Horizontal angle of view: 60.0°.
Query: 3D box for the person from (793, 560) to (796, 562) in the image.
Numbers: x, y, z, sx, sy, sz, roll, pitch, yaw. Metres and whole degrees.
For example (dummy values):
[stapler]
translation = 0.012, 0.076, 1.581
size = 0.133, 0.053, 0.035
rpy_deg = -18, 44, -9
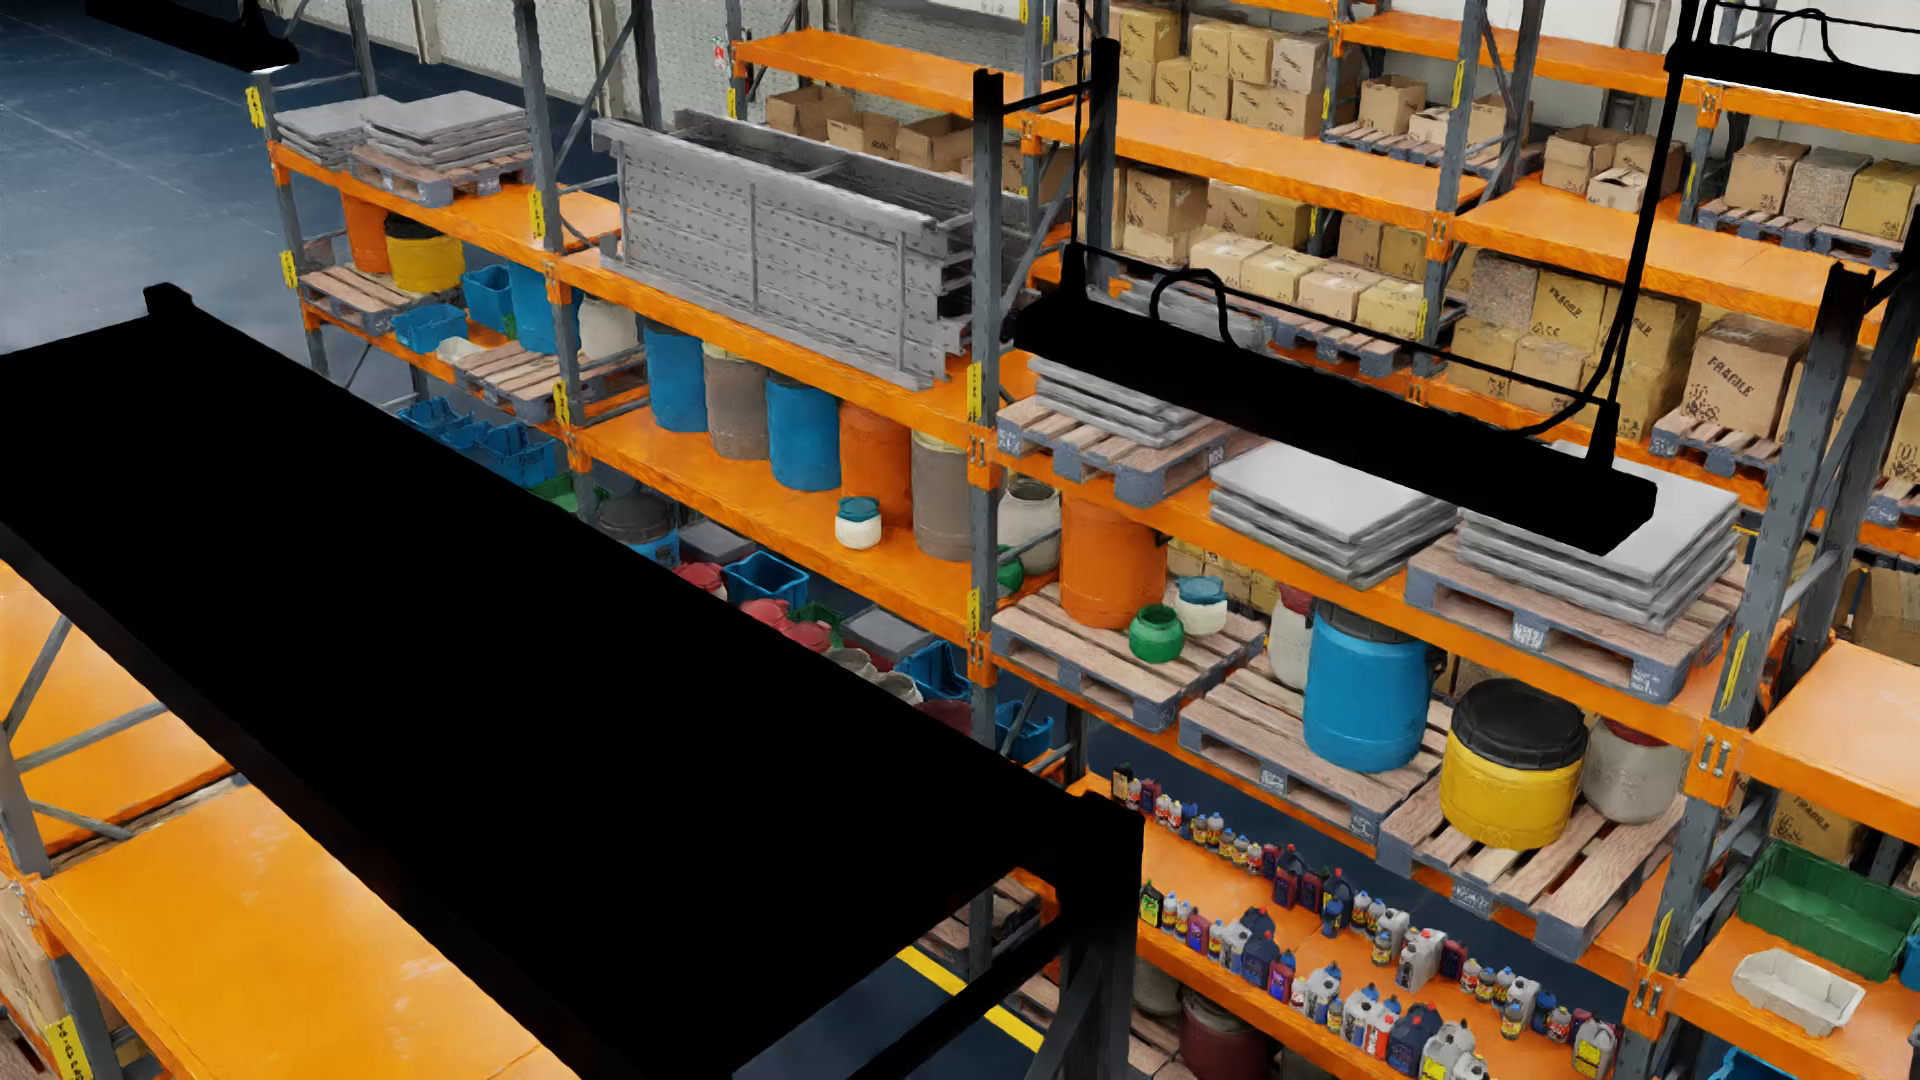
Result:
[person]
translation = -1.343, -0.567, 15.394
size = 0.618, 1.783, 0.458
rpy_deg = 8, 30, 13
